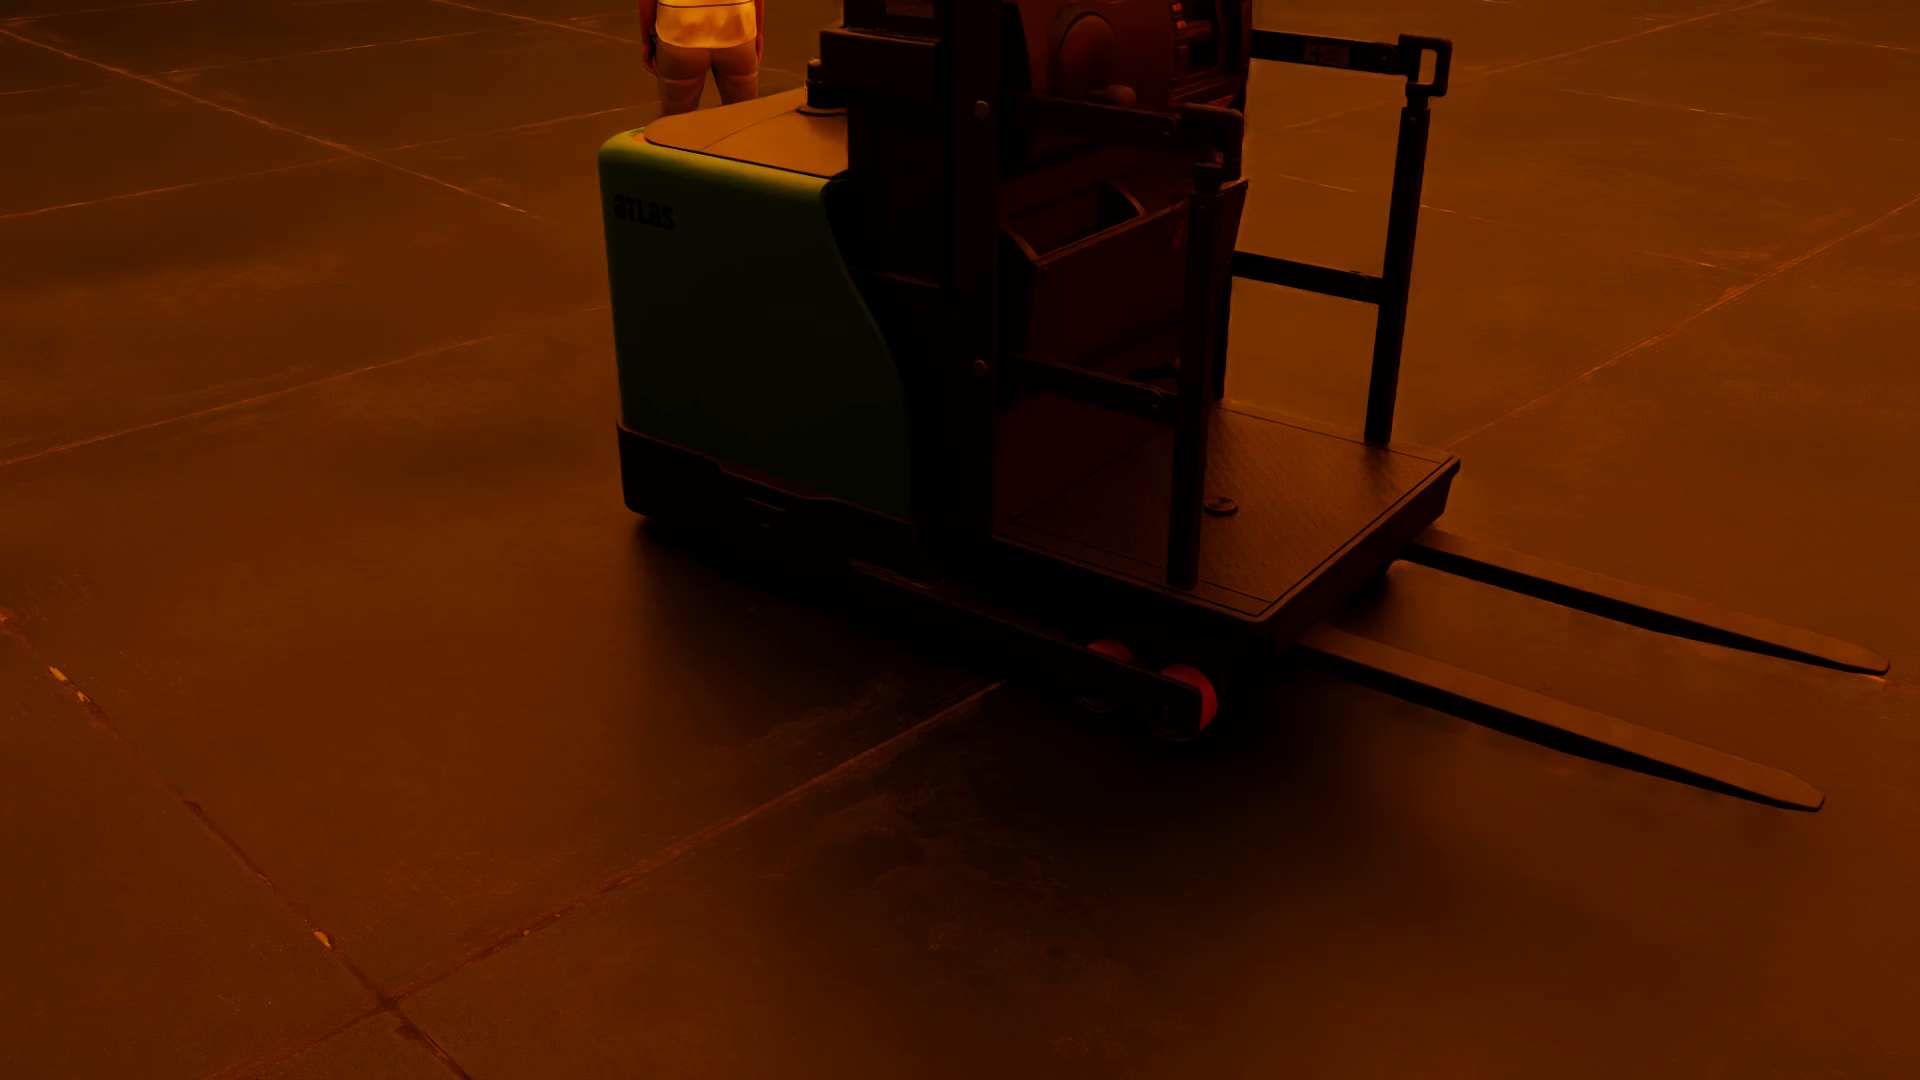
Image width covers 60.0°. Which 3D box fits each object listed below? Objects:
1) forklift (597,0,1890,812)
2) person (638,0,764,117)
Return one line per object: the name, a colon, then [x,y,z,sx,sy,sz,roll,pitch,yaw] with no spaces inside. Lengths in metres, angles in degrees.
forklift: [0.553,-1.140,3.539,3.031,2.935,1.130,18,32,33]
person: [-1.053,-2.073,6.882,0.556,1.665,0.467,-10,28,-19]
